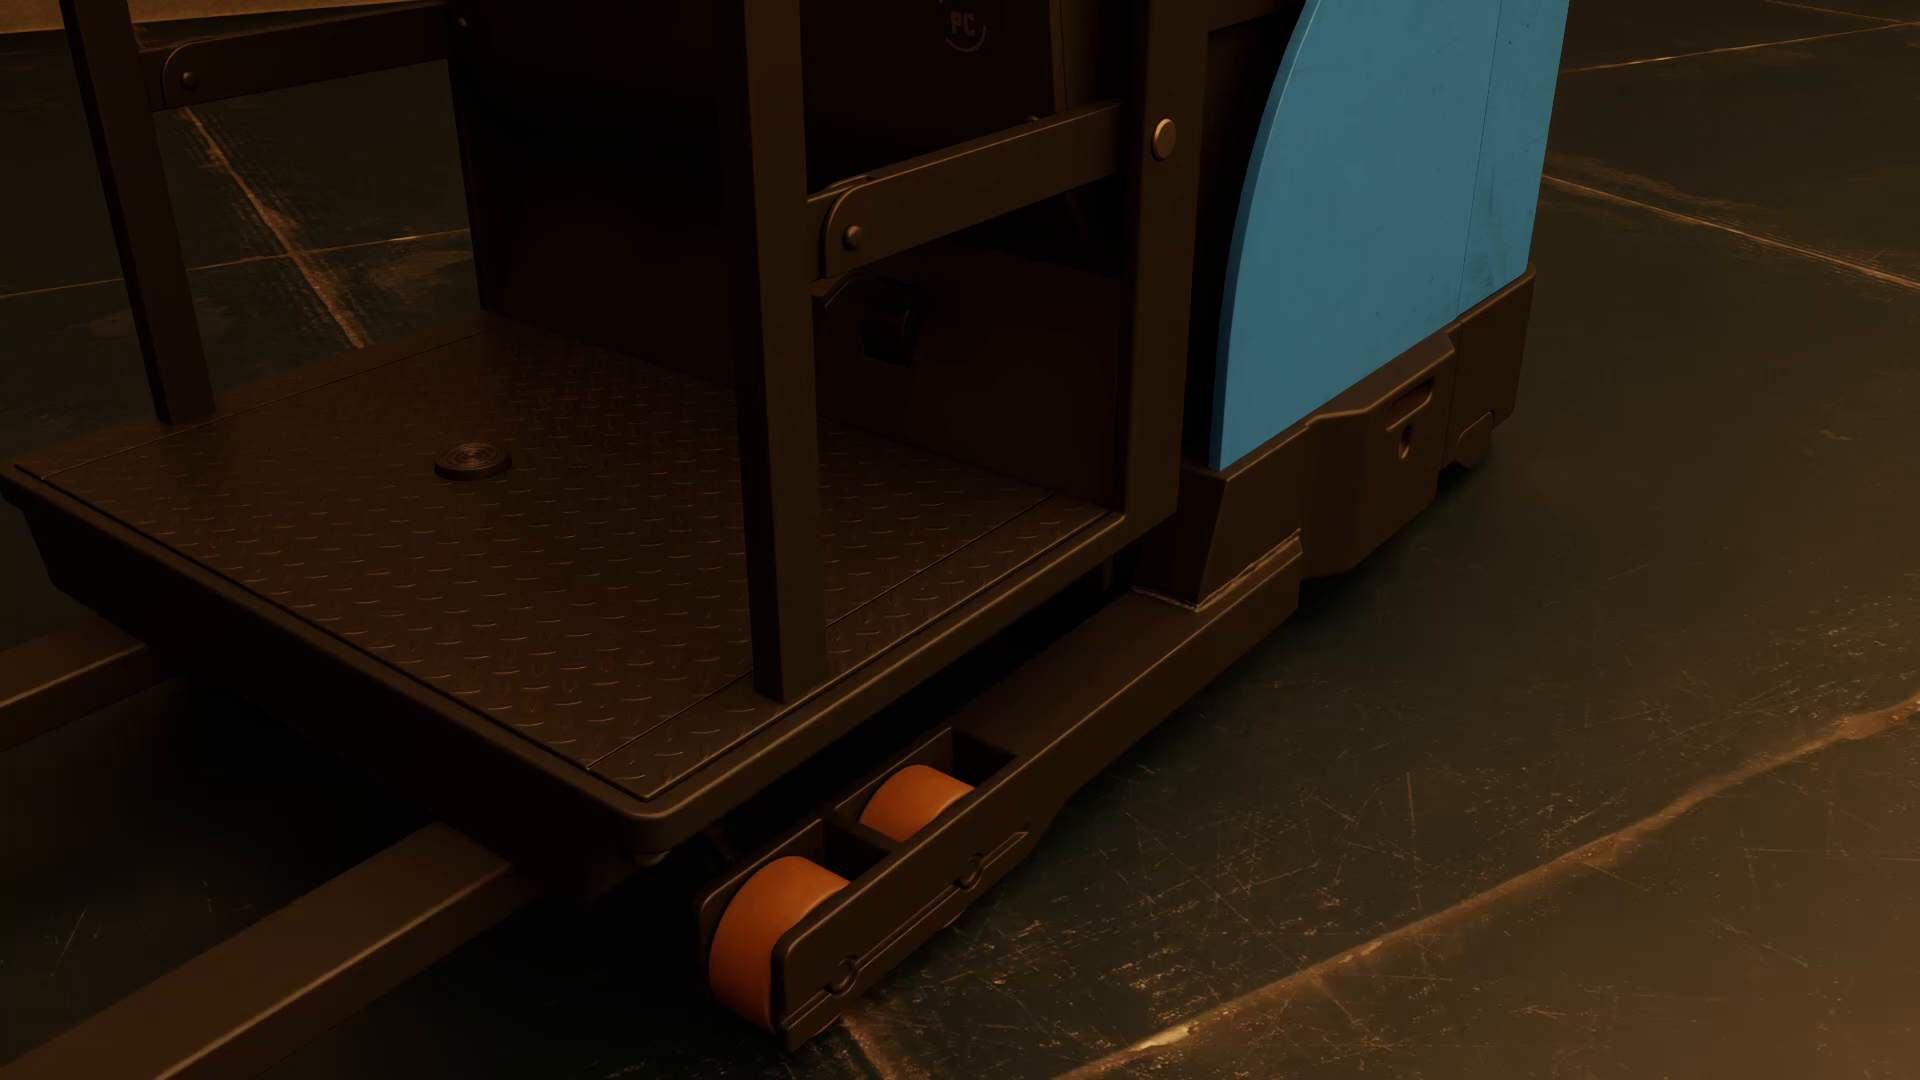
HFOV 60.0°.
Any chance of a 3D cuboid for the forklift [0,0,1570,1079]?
[{"bbox_3d":[-0.375,-1.090,1.409,1.130,2.935,3.031,19,33,33],"label":"forklift"}]
